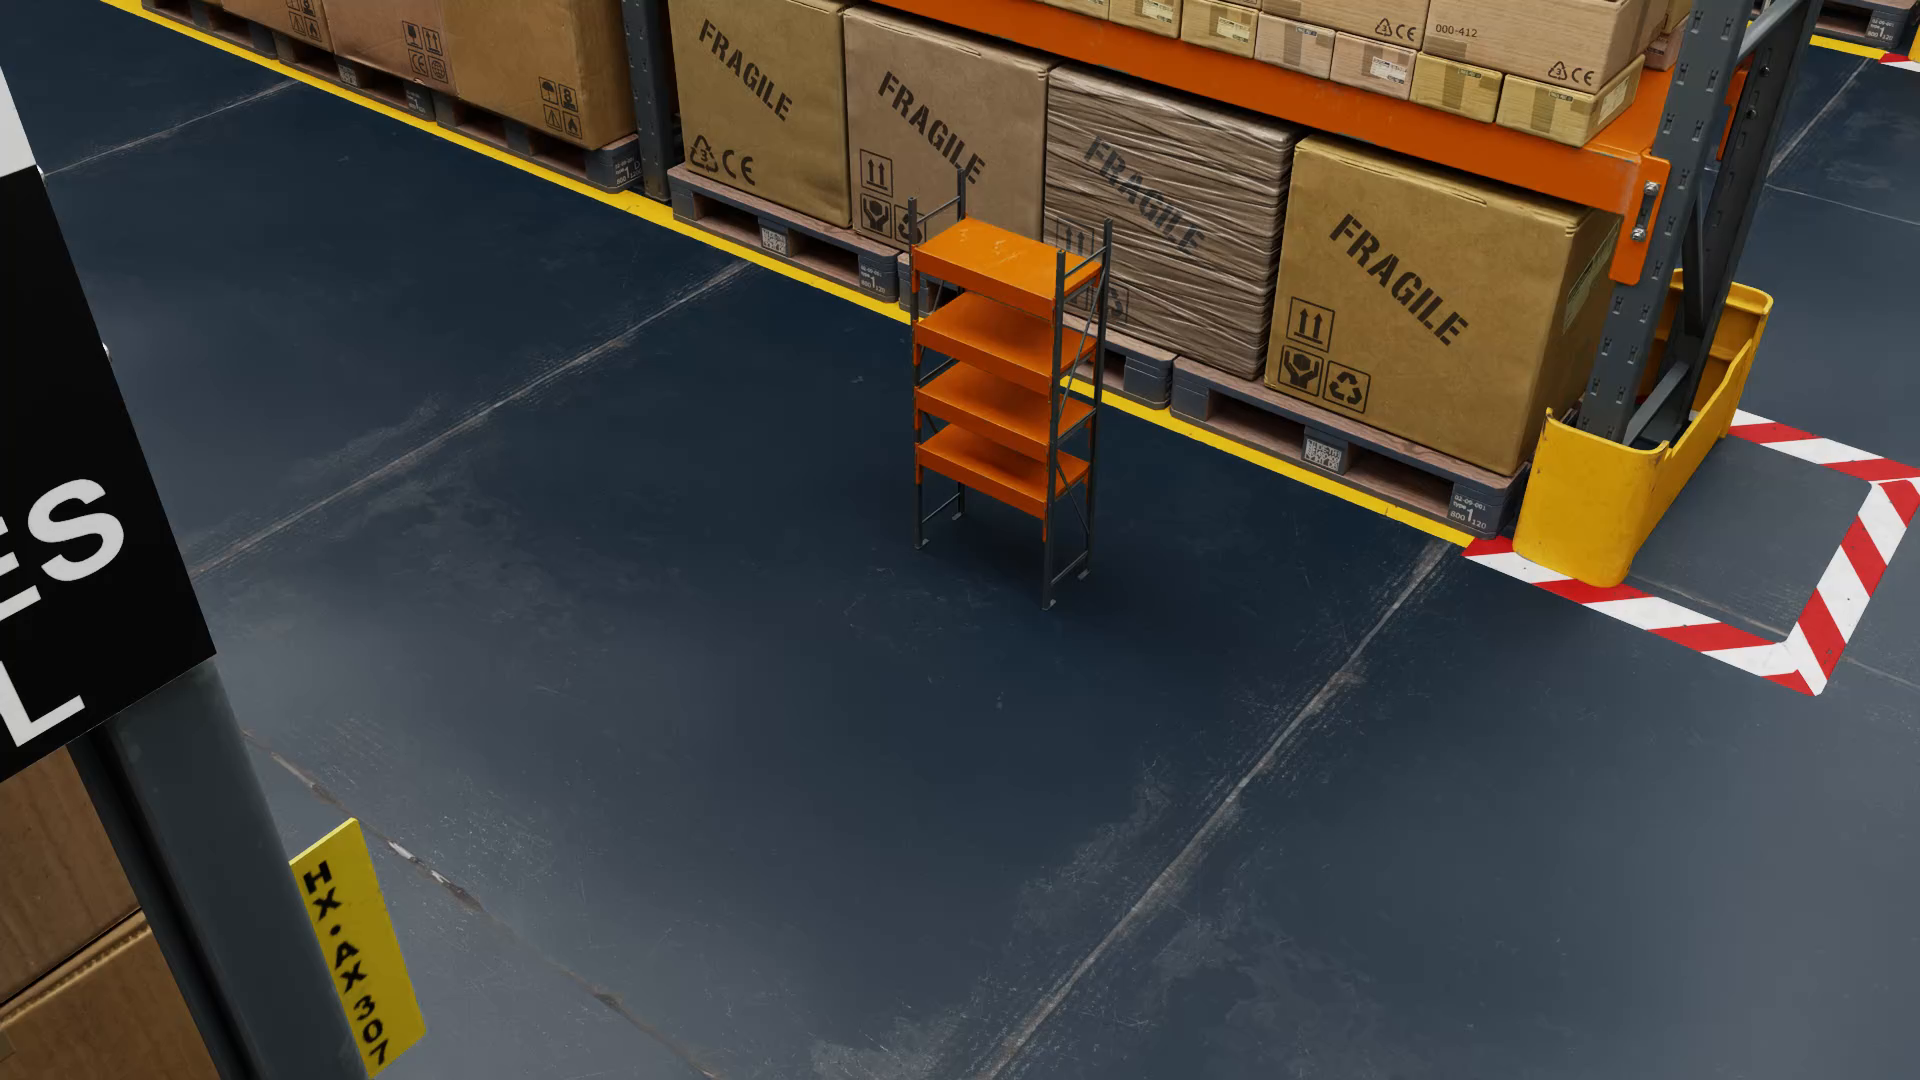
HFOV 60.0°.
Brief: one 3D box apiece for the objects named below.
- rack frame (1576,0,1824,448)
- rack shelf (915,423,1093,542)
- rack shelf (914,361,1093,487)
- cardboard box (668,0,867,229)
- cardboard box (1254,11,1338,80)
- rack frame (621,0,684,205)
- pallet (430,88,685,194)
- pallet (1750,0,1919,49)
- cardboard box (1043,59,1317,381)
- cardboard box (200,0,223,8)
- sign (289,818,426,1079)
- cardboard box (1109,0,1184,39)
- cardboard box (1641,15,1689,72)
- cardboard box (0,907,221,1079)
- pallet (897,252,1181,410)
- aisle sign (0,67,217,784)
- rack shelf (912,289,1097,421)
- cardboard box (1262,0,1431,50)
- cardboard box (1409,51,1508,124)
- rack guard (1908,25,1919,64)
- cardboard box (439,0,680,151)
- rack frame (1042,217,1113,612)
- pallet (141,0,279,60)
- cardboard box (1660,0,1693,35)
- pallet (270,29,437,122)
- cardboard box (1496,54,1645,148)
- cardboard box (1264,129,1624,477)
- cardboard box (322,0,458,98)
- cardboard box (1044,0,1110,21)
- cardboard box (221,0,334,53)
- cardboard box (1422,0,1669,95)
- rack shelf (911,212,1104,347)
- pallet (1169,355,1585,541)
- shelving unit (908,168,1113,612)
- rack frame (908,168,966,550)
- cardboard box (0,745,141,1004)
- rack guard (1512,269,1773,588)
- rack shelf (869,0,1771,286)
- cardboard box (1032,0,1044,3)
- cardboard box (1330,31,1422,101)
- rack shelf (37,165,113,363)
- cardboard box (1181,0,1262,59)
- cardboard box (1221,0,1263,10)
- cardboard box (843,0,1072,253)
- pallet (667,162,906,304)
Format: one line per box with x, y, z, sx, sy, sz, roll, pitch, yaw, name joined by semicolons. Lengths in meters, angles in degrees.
2.179;-1.377;4.576;0.127;3.000;1.000;25;45;29;rack frame
0.131;-0.201;4.965;0.480;0.148;0.258;25;45;29;rack shelf
0.131;-0.357;4.842;0.480;0.148;0.258;25;45;29;rack shelf
-0.523;-1.918;6.649;0.875;0.875;0.875;25;45;29;cardboard box
1.091;-1.536;4.983;0.250;0.149;0.380;26;45;29;cardboard box
-0.998;-2.876;6.490;0.127;3.000;1.000;25;45;29;rack frame
-1.657;-2.030;7.671;1.213;0.211;1.003;25;45;29;pallet
4.556;-3.033;8.952;1.213;0.211;1.003;25;45;29;pallet
0.899;-1.248;5.793;0.875;0.875;0.875;25;45;29;cardboard box
-3.640;-3.434;8.585;0.875;0.875;1.225;23;44;27;cardboard box
-0.585;0.407;1.595;0.005;0.325;0.100;25;45;29;sign
0.677;-1.729;5.229;0.250;0.149;0.380;25;45;29;cardboard box
2.097;-1.573;5.030;0.250;0.149;0.380;26;45;29;cardboard box
-1.103;0.553;1.787;0.500;0.500;0.500;27;46;31;cardboard box
0.531;-0.998;6.353;1.213;0.211;1.003;25;45;29;pallet
-0.674;-0.130;0.874;0.004;0.787;0.394;25;45;29;aisle sign
0.131;-0.534;4.705;0.480;0.148;0.258;25;45;29;rack shelf
1.230;-1.677;4.840;0.500;0.250;0.500;24;44;28;cardboard box
1.488;-1.347;4.741;0.250;0.149;0.380;26;45;29;cardboard box
5.215;-2.816;8.441;0.348;0.500;1.175;25;45;29;rack guard
-1.519;-2.434;7.309;0.875;0.875;1.225;25;45;29;cardboard box
0.325;-0.319;4.684;0.015;1.200;0.240;25;45;29;rack frame
-3.595;-2.944;8.838;1.213;0.211;1.003;25;45;29;pallet
1.962;-1.748;4.929;0.500;0.250;0.500;24;44;27;cardboard box
-2.630;-2.486;8.254;1.213;0.211;1.003;25;45;29;pallet
1.696;-1.251;4.618;0.250;0.149;0.380;26;45;29;cardboard box
1.622;-0.907;5.358;0.875;0.875;0.875;25;45;29;cardboard box
-2.229;-2.768;7.736;0.875;0.875;1.225;24;44;27;cardboard box
0.482;-1.823;5.349;0.250;0.149;0.380;26;45;29;cardboard box
-2.937;-3.096;8.154;0.875;0.875;1.225;25;45;29;cardboard box
1.633;-1.487;4.597;0.500;0.250;0.500;25;44;28;cardboard box
0.131;-0.720;4.559;0.480;0.148;0.258;25;45;29;rack shelf
1.496;-0.541;5.769;1.213;0.211;1.003;25;45;29;pallet
0.131;-0.410;4.801;0.503;1.200;0.258;25;45;29;shelving unit
-0.062;-0.502;4.918;0.015;1.200;0.240;25;45;29;rack frame
-1.110;0.165;1.473;0.500;0.500;0.500;25;44;28;cardboard box
2.198;-0.384;5.335;0.348;0.500;1.175;25;45;29;rack guard
0.590;-1.843;5.755;4.000;0.370;1.077;25;45;29;rack shelf
0.274;-1.920;5.473;0.250;0.149;0.380;24;44;27;cardboard box
1.289;-1.442;4.863;0.250;0.149;0.380;25;45;29;cardboard box
-2.503;-0.634;1.776;4.000;0.370;1.077;25;45;29;rack shelf
0.884;-1.633;5.106;0.250;0.149;0.380;24;44;28;cardboard box
0.826;-1.868;5.083;0.500;0.250;0.500;24;44;27;cardboard box
0.192;-1.581;6.219;0.875;0.875;0.875;25;45;29;cardboard box
-0.442;-1.454;6.937;1.213;0.211;1.003;25;45;29;pallet
